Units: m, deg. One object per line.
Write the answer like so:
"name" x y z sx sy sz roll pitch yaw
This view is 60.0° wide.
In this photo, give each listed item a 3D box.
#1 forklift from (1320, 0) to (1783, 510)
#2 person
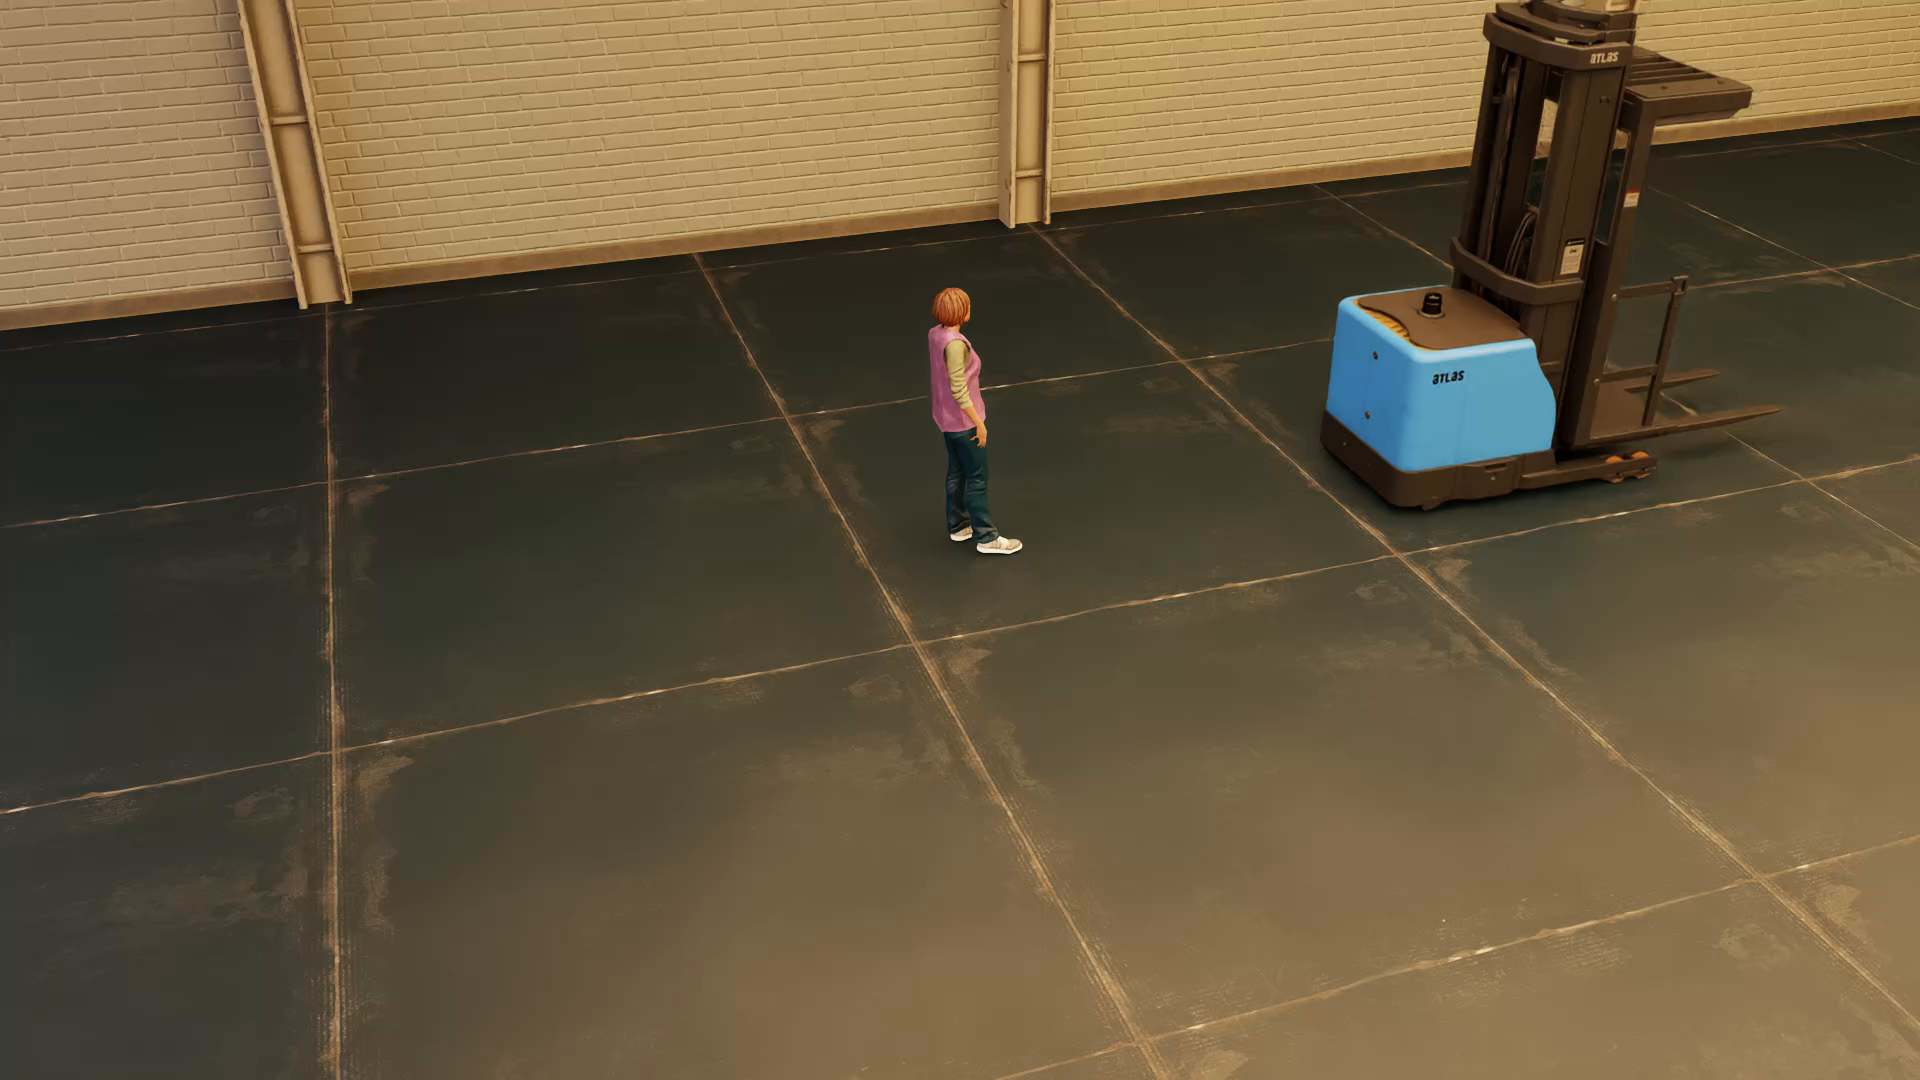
"forklift" 3.959 -1.880 10.354 3.031 2.935 1.130 -9 31 -16
"person" 0.074 -0.704 9.633 0.476 1.597 0.520 -10 31 -16
